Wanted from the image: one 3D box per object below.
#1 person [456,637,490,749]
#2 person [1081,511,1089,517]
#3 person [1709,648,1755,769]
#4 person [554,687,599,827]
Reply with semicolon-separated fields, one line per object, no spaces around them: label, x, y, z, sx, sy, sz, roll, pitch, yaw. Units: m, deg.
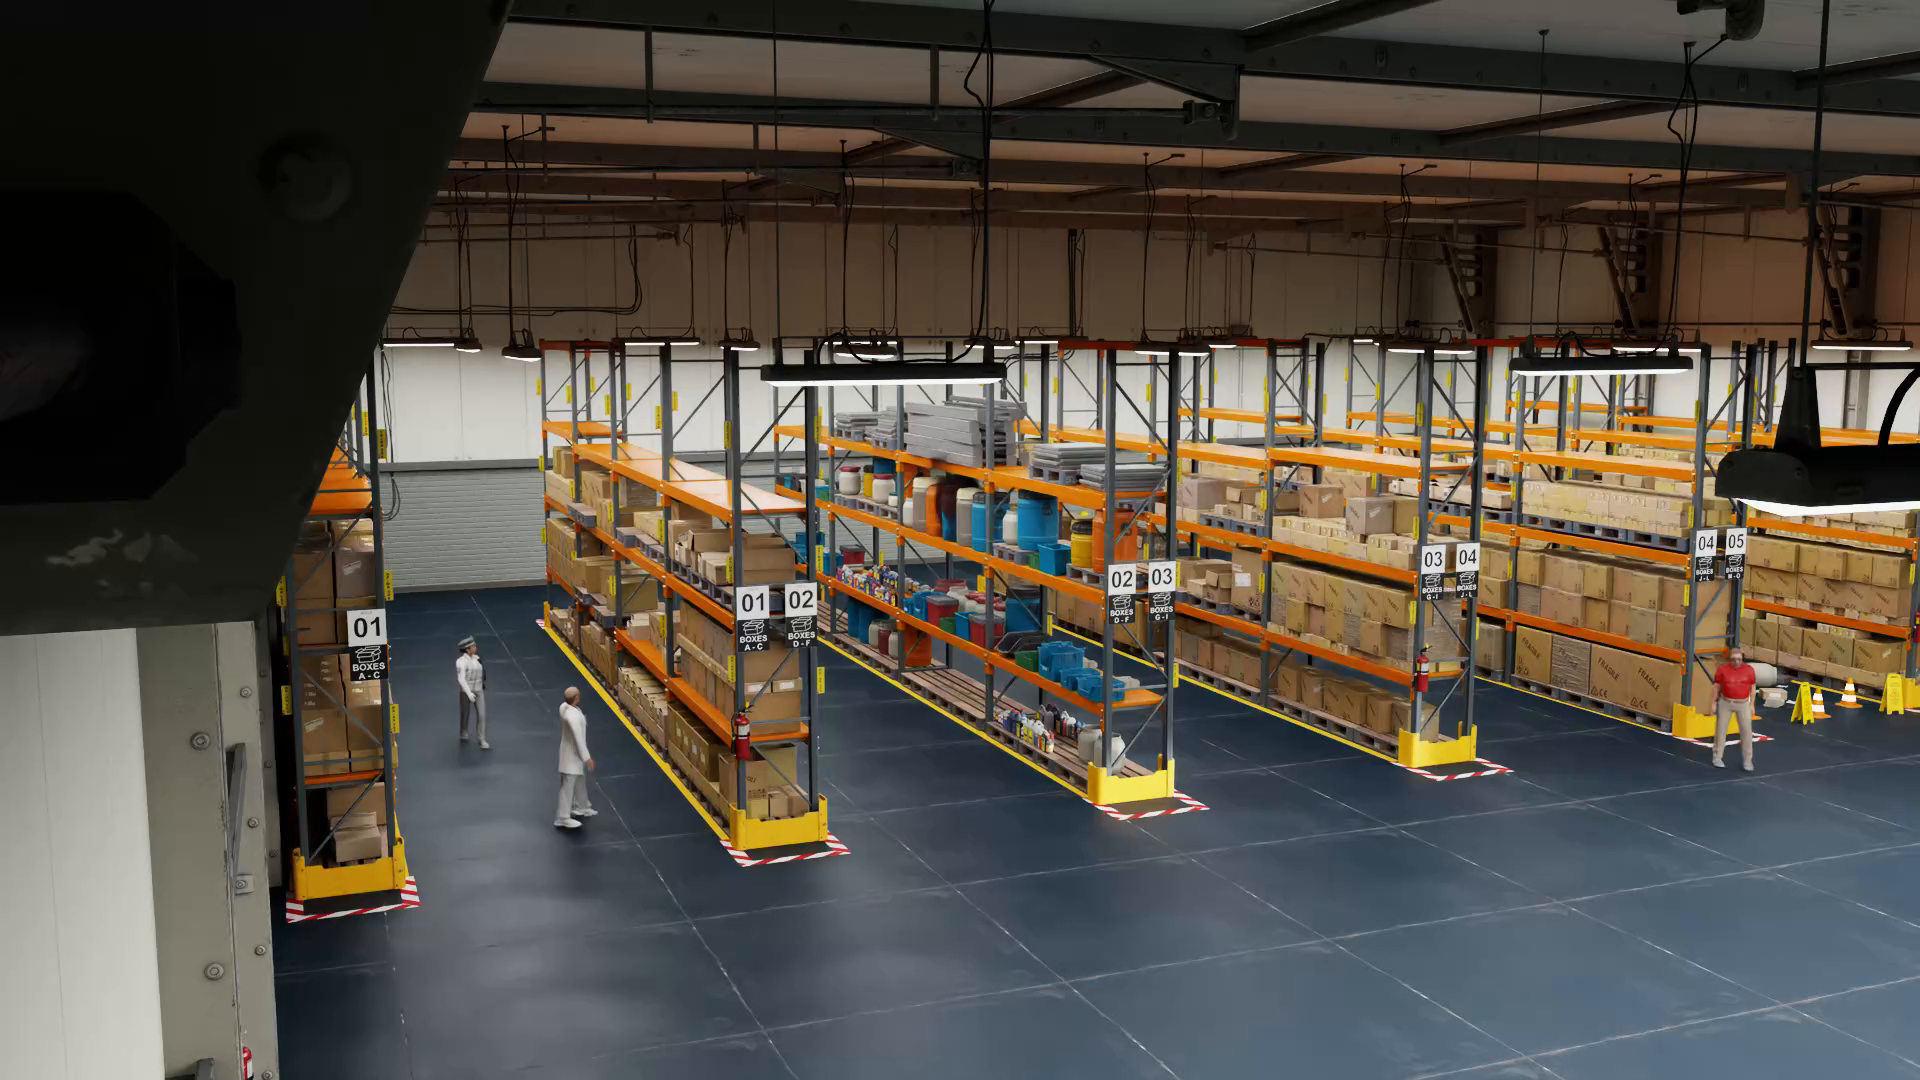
person;-7.344;2.273;24.977;0.421;1.632;0.950;-4;8;-29
person;3.066;0.148;41.060;0.606;1.743;1.003;-3;8;-21
person;11.061;2.391;23.784;0.610;1.721;0.420;3;8;19
person;-4.890;2.733;21.114;0.578;1.818;0.715;-2;8;-15
